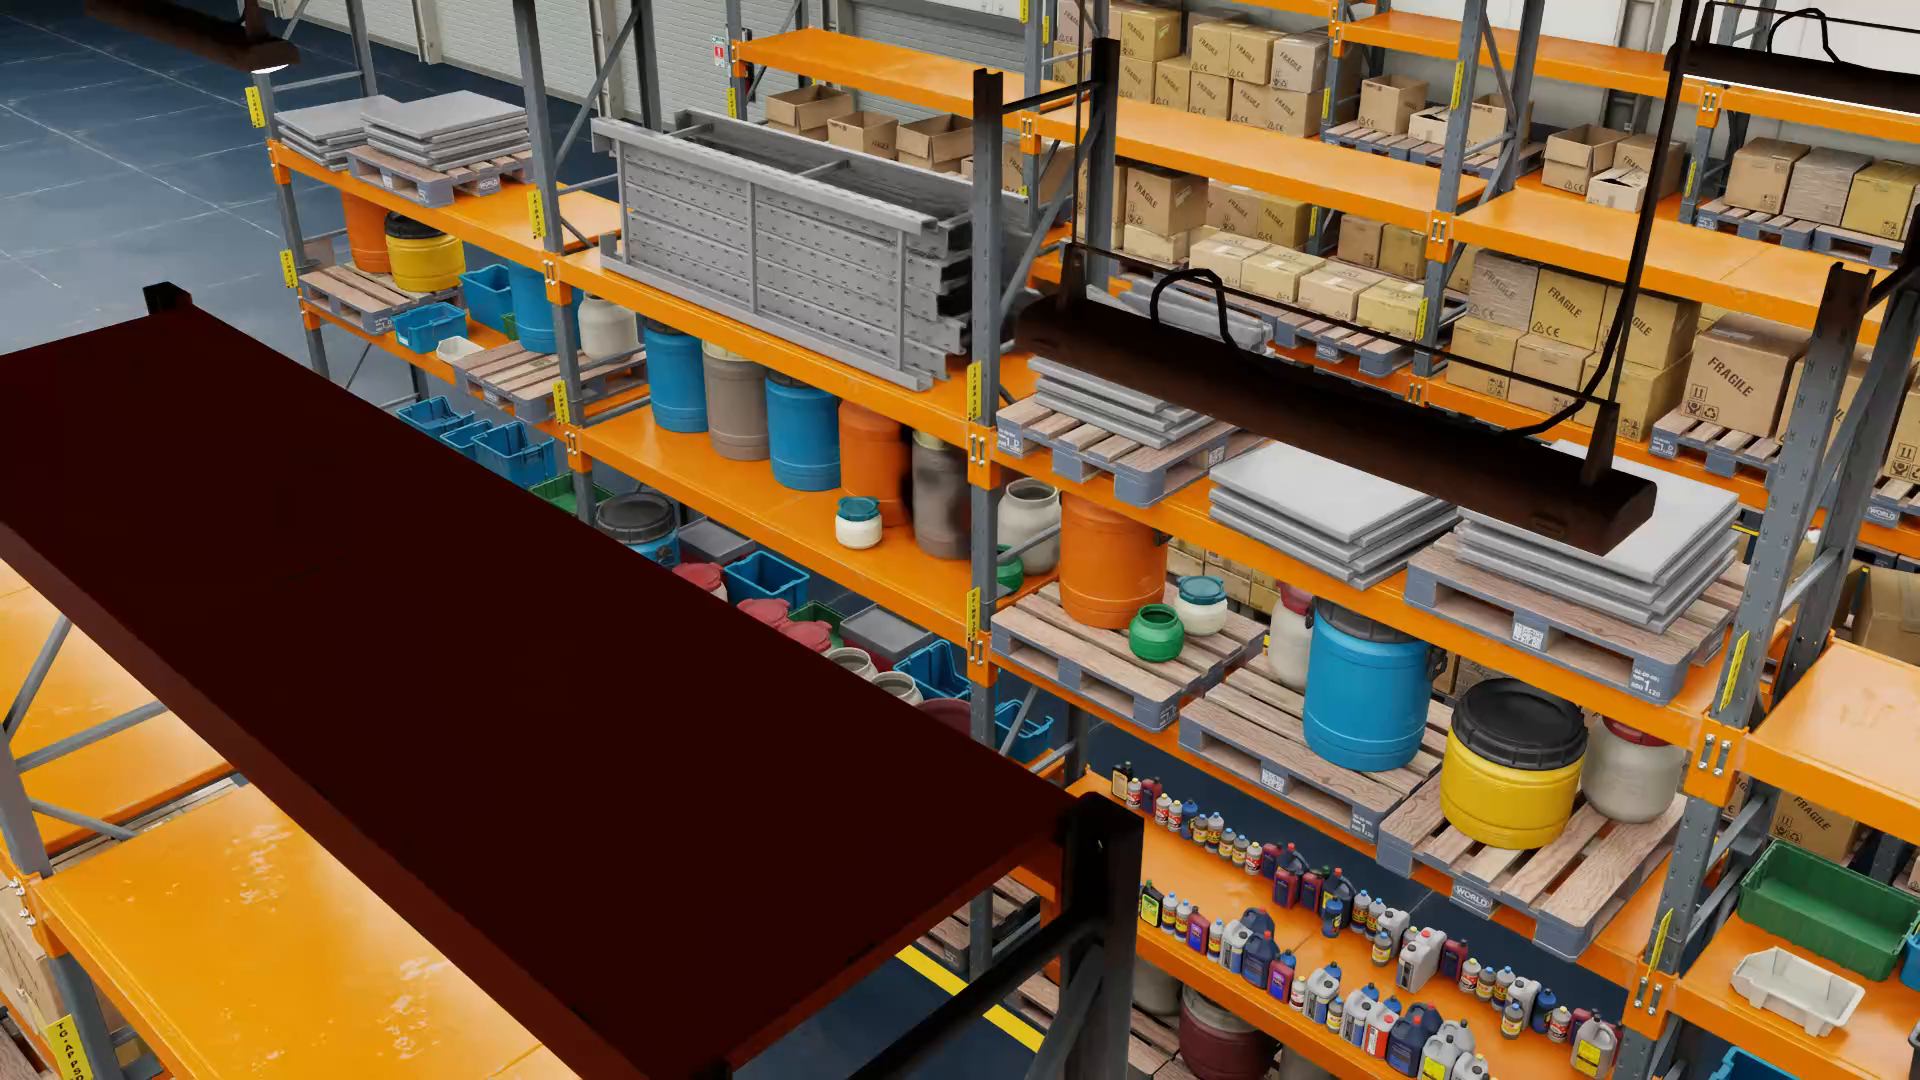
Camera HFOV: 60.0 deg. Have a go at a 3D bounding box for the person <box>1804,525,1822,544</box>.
[{"bbox_3d":[7.399,-0.114,14.723,0.867,1.679,0.703,12,32,21],"label":"person"}]
